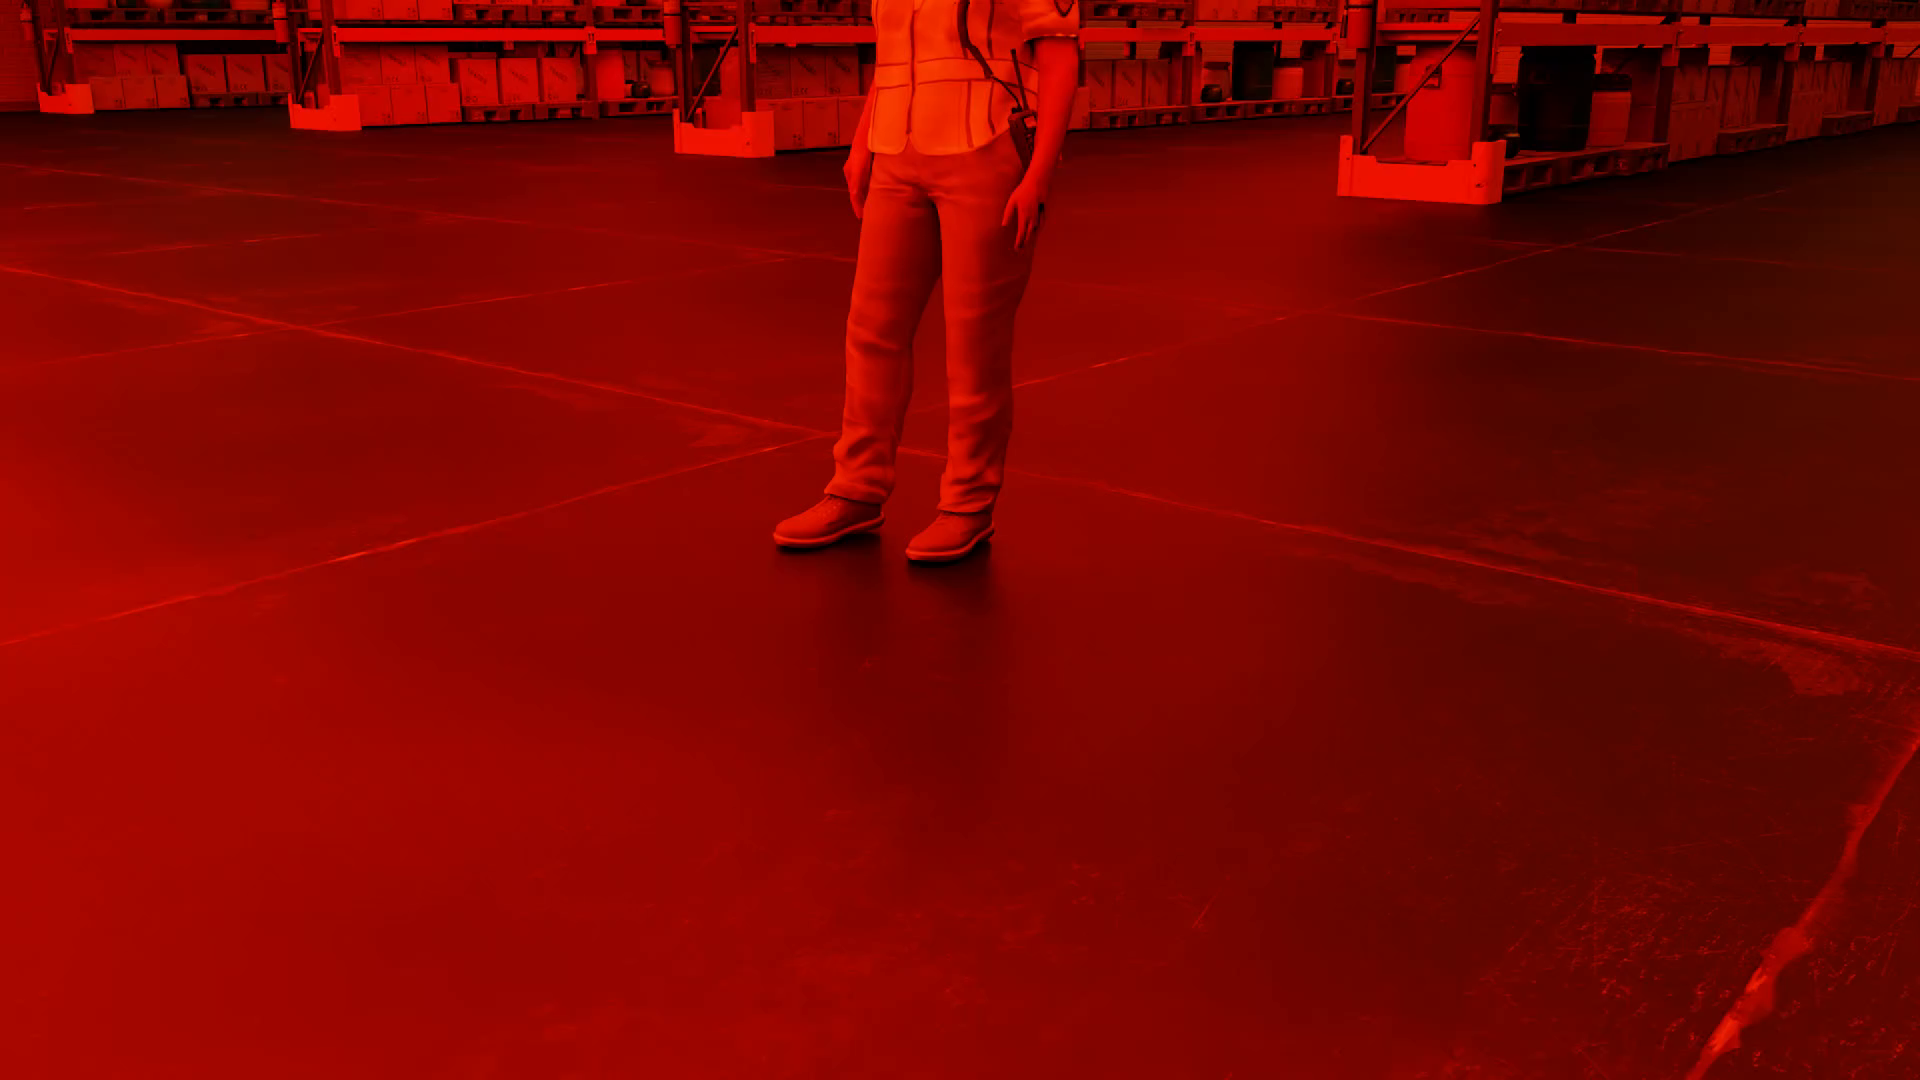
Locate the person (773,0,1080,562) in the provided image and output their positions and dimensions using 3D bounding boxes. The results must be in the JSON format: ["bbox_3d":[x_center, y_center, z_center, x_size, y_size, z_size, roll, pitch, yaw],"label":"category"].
[{"bbox_3d":[-0.066,-0.792,3.655,0.599,1.670,0.529,13,21,37],"label":"person"}]
